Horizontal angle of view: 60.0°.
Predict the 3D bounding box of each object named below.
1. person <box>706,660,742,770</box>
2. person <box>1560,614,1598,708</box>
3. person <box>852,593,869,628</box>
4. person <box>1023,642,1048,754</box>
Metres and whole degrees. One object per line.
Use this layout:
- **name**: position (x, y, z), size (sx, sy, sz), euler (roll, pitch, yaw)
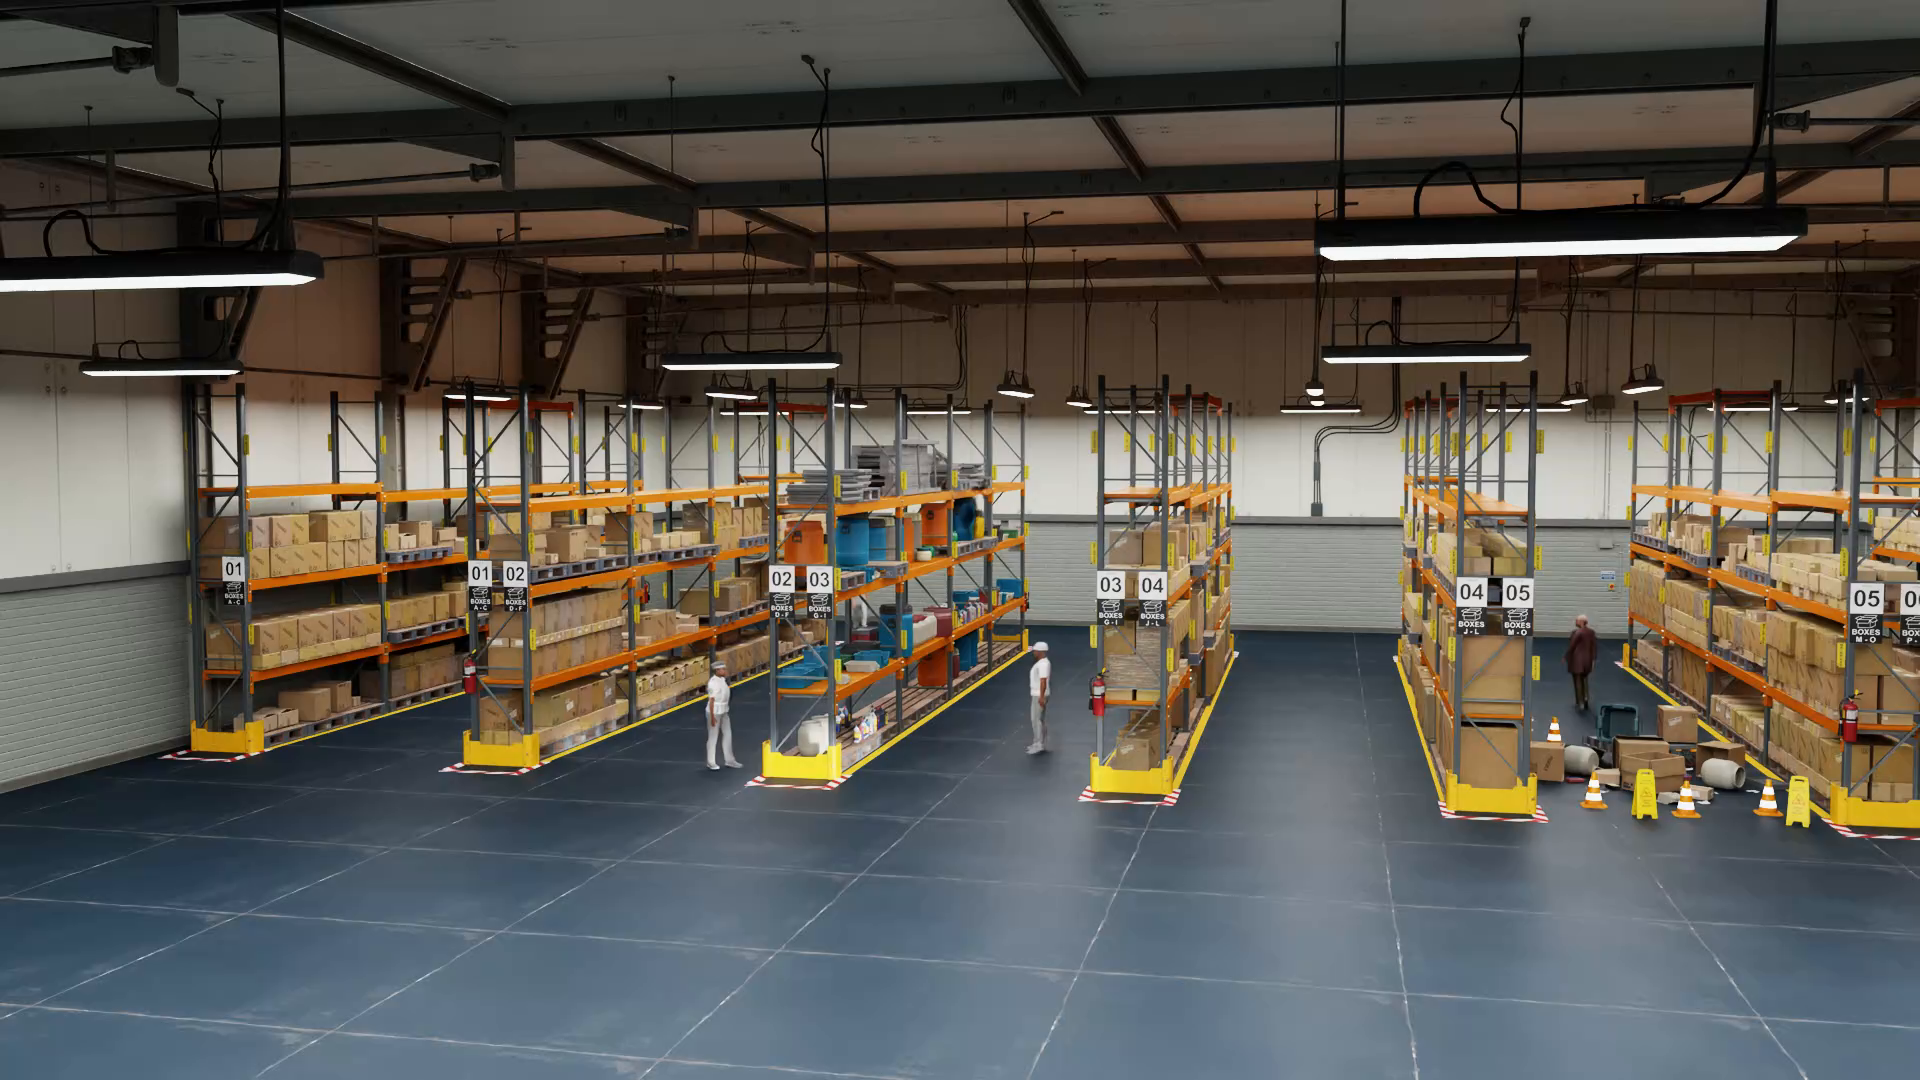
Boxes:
- **person**: position (-3.685, 2.700, 25.705), size (0.471, 1.690, 0.520), euler (1, 4, 23)
- **person**: position (11.750, 2.305, 31.483), size (0.661, 1.817, 0.652), euler (0, 3, 2)
- **person**: position (-2.634, 1.657, 43.949), size (0.485, 1.566, 0.792), euler (-1, 3, -11)
- **person**: position (1.248, 2.567, 27.191), size (0.403, 1.791, 0.658), euler (0, 3, 7)
